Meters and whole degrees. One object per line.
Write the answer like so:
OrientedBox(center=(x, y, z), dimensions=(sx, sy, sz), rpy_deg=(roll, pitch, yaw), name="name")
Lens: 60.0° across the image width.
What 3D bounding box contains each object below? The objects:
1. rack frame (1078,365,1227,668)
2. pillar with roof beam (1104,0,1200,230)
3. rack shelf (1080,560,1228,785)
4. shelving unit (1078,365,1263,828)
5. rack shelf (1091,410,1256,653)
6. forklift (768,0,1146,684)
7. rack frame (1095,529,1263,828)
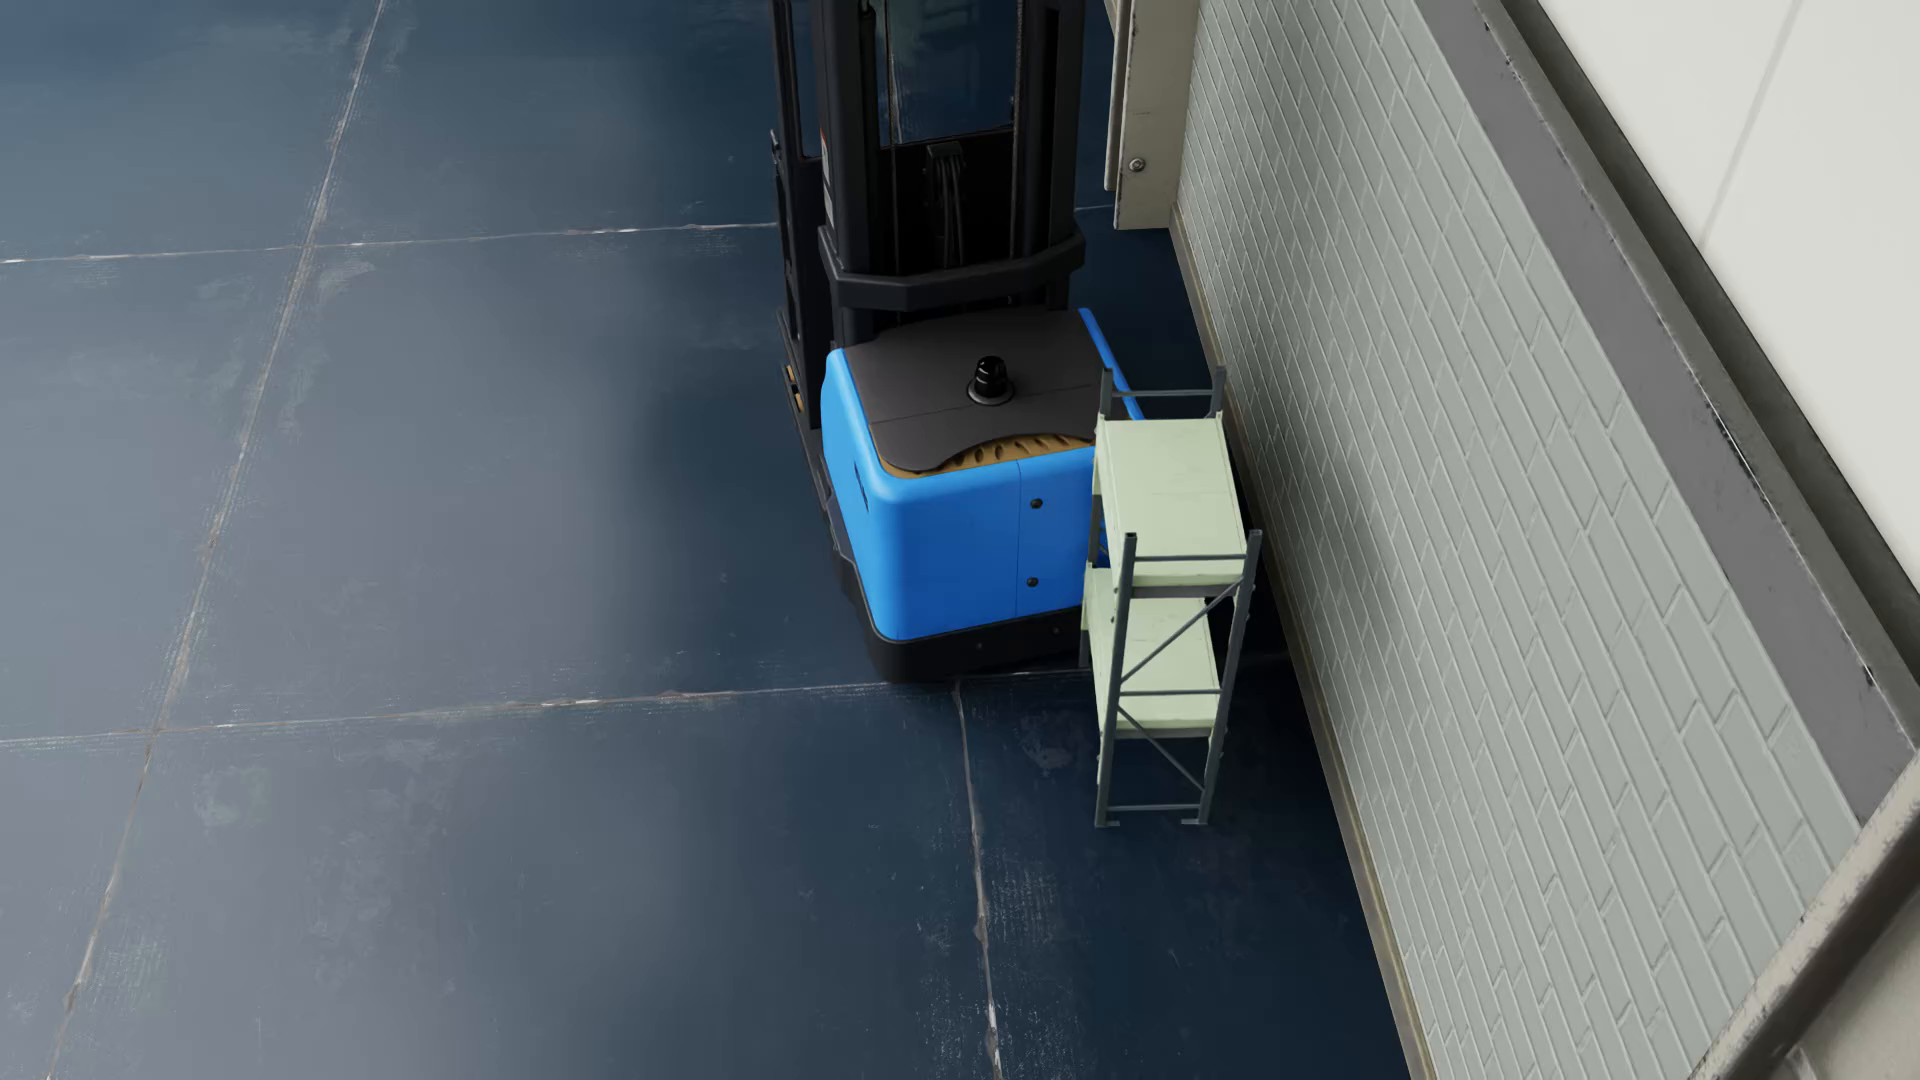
OrientedBox(center=(0.659, -0.034, 5.886), dimensions=(0.400, 1.500, 0.023), rpy_deg=(-1, 47, -1), name="rack frame")
OrientedBox(center=(-3.372, -4.545, 4.993), dimensions=(9.100, 9.000, 0.400), rpy_deg=(-3, 47, -3), name="pillar with roof beam")
OrientedBox(center=(0.670, 0.455, 5.871), dimensions=(0.431, 0.370, 0.720), rpy_deg=(-1, 47, -1), name="rack shelf")
OrientedBox(center=(0.670, 0.231, 5.634), dimensions=(0.431, 1.500, 0.755), rpy_deg=(-1, 47, -1), name="shelving unit")
OrientedBox(center=(0.670, -0.037, 5.351), dimensions=(0.431, 0.370, 0.720), rpy_deg=(-1, 47, -1), name="rack shelf")
OrientedBox(center=(-0.175, -1.557, 6.343), dimensions=(1.130, 2.935, 3.031), rpy_deg=(-11, 48, -10), name="forklift")
OrientedBox(center=(0.681, 0.497, 5.383), dimensions=(0.400, 1.500, 0.023), rpy_deg=(-1, 47, -1), name="rack frame")
